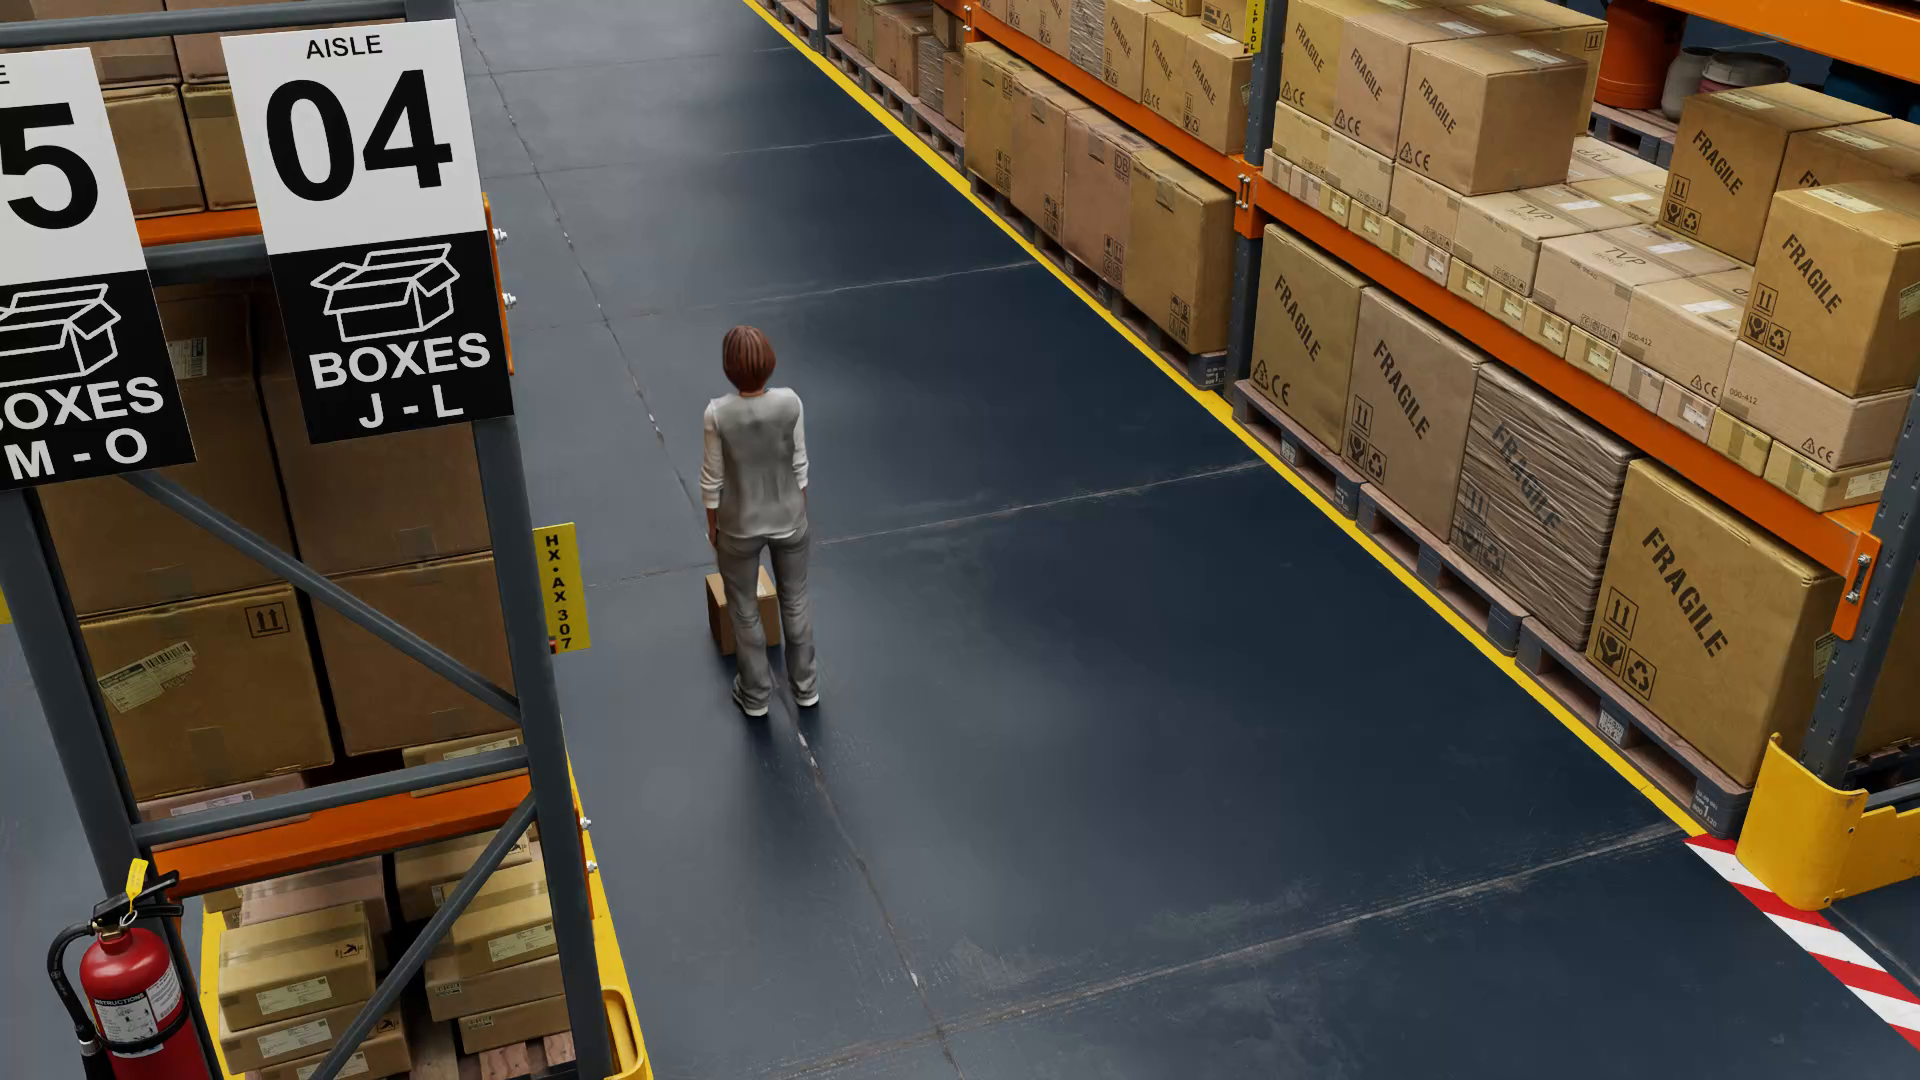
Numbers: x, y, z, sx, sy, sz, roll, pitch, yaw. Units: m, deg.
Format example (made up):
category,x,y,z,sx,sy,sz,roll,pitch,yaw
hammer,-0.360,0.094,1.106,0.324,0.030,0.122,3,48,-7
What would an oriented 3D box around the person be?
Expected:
category,x,y,z,sx,sy,sz,roll,pitch,yaw
person,-0.760,-0.054,6.239,0.406,1.593,0.306,-10,32,-16
